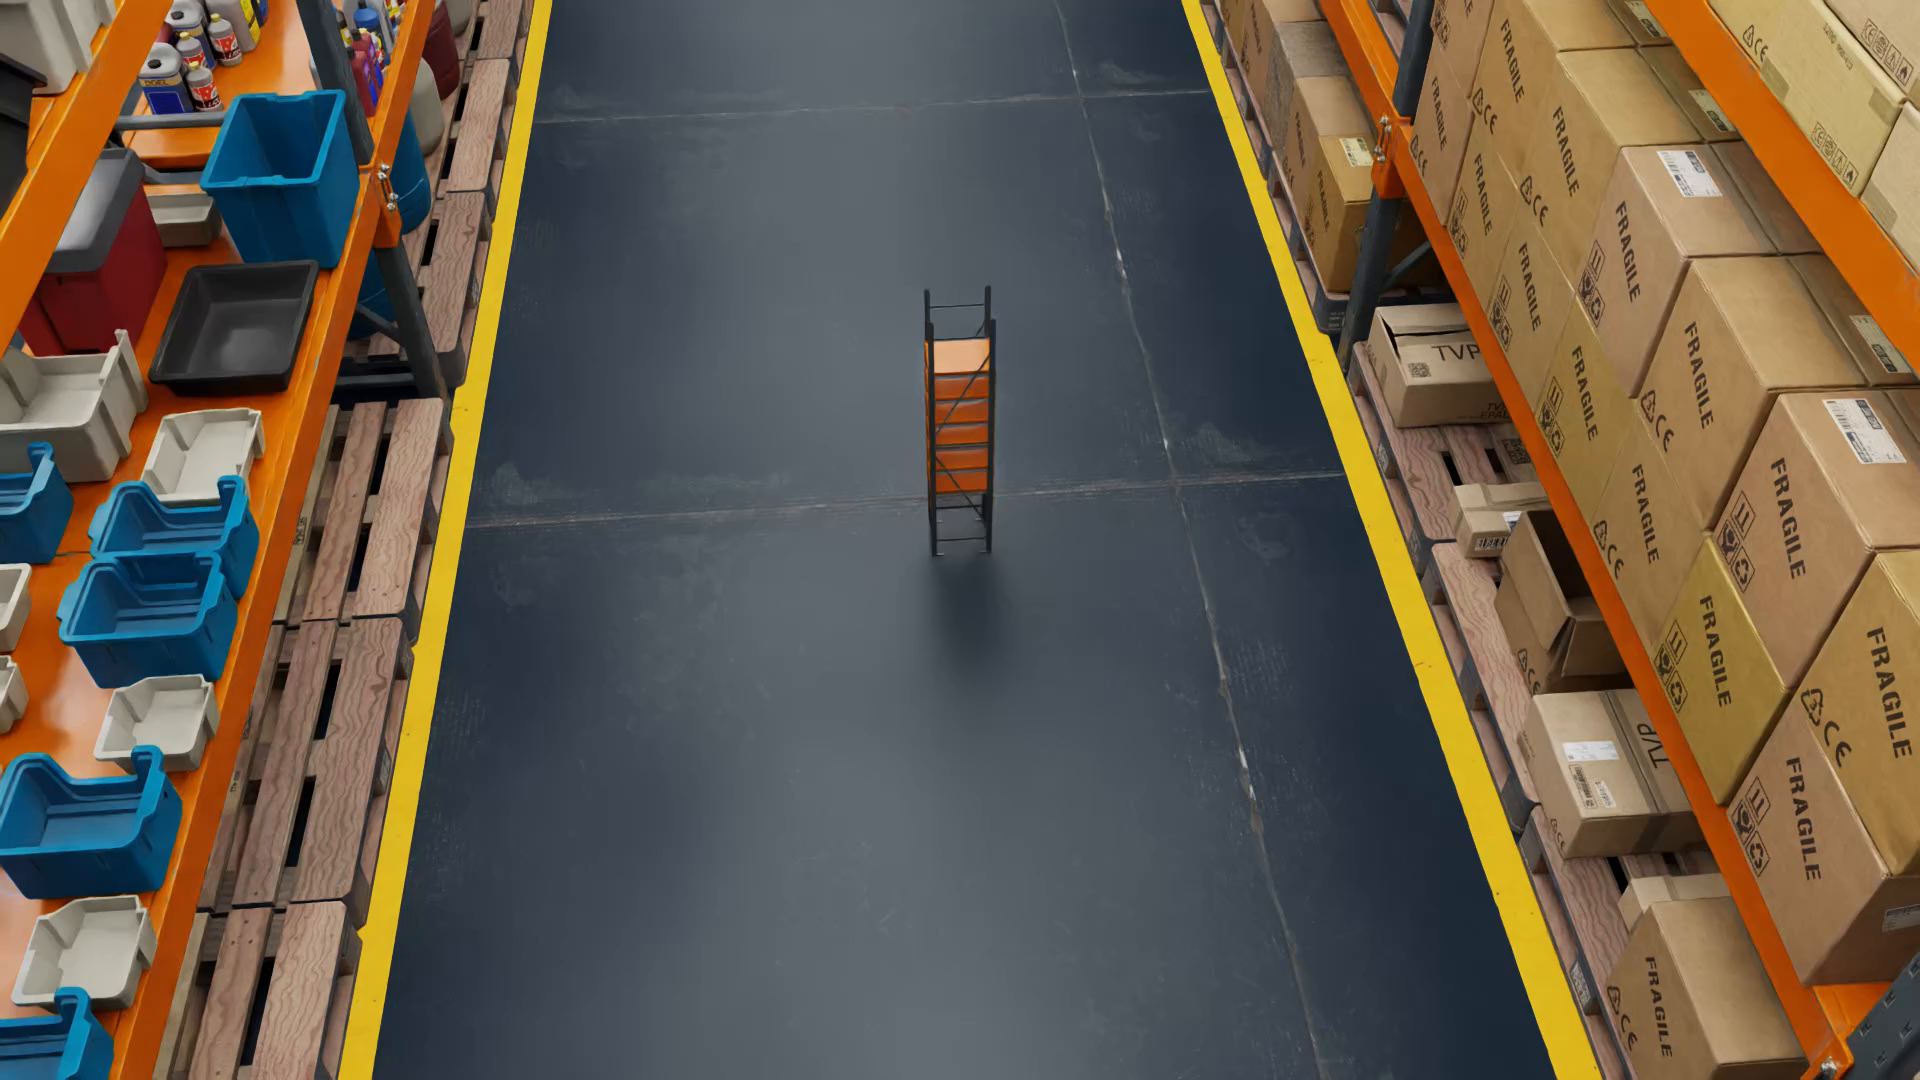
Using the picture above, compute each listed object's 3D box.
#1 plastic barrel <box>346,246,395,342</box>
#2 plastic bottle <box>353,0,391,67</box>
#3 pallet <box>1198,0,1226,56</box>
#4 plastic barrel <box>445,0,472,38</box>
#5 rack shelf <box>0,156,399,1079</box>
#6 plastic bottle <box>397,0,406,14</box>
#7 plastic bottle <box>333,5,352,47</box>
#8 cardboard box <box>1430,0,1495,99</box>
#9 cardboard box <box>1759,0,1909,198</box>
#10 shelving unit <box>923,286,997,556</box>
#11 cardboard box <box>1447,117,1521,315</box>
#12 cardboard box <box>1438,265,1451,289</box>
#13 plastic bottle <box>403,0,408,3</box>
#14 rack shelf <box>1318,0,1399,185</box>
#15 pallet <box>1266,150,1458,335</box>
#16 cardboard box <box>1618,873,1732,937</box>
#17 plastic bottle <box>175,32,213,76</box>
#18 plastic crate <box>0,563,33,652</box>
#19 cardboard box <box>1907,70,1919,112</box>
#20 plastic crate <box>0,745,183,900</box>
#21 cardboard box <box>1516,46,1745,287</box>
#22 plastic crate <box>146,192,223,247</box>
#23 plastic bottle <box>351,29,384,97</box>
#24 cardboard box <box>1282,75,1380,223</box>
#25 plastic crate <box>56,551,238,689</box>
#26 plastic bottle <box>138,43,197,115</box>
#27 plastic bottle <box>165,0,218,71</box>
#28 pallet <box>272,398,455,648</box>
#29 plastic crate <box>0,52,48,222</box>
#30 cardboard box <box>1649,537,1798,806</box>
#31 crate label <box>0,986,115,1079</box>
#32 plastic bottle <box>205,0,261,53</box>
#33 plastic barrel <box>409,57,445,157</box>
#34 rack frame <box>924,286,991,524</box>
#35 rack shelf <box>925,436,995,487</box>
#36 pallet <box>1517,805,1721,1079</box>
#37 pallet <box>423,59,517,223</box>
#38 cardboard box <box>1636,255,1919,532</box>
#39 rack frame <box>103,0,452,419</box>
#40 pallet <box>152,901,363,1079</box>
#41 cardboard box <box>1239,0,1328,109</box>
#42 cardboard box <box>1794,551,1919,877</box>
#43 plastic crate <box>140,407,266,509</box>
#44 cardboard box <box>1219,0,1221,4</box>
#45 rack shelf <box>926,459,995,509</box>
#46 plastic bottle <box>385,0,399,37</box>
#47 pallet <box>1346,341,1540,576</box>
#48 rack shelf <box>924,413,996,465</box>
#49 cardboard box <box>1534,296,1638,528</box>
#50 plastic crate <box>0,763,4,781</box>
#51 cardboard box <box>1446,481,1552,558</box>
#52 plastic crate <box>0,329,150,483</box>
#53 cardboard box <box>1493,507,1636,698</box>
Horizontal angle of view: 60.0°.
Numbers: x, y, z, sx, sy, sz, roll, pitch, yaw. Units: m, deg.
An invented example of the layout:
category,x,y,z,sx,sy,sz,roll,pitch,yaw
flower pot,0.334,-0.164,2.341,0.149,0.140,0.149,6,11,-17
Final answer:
category,x,y,z,sx,sy,sz,roll,pitch,yaw
plastic barrel,-2.756,-1.369,7.137,0.600,0.901,0.708,-3,47,-3
plastic bottle,-2.380,-2.048,6.712,0.097,0.271,0.097,0,47,0
pallet,1.899,-3.243,9.676,1.003,0.211,1.213,-3,47,-3
plastic barrel,-2.868,-2.979,8.929,0.421,0.512,0.421,0,47,0
rack shelf,-2.560,0.143,5.044,1.077,0.370,4.000,-3,47,-3
plastic bottle,-2.416,-2.333,7.030,0.097,0.201,0.097,0,47,0
plastic bottle,-2.540,-2.085,6.796,0.097,0.201,0.097,0,47,0
cardboard box,1.968,-1.870,5.698,0.500,0.500,0.500,-2,47,-2
cardboard box,2.152,-1.015,3.683,0.500,0.250,0.500,-3,47,-3
shelving unit,-0.001,-0.423,6.324,0.258,1.200,0.189,-3,47,-3
cardboard box,2.026,-1.129,5.684,0.500,0.500,0.500,-3,47,-3
cardboard box,2.411,-1.507,7.530,0.500,0.500,0.500,-5,47,-5
plastic bottle,-2.407,-2.445,7.080,0.061,0.283,0.133,-3,47,-3
rack shelf,2.041,-3.050,8.068,1.077,0.370,4.000,-3,47,-3
pallet,2.103,-1.477,8.004,1.003,0.211,1.213,-3,47,-3
cardboard box,2.308,1.190,5.205,0.380,0.166,0.250,-3,47,-3
plastic bottle,-3.070,-1.931,6.650,0.097,0.201,0.097,0,47,0
plastic crate,-2.742,0.210,4.626,0.298,0.136,0.250,-3,47,-3
cardboard box,2.204,-0.826,3.159,0.500,0.250,0.500,-3,47,-3
plastic crate,-2.140,0.704,4.091,0.416,0.233,0.300,-3,47,-3
cardboard box,2.054,-1.125,4.992,0.500,0.500,0.500,-5,47,-4
plastic crate,-2.831,-1.136,5.901,0.396,0.136,0.243,-3,47,-3
plastic bottle,-2.344,-1.899,6.563,0.061,0.283,0.133,-3,47,-3
cardboard box,1.849,-1.840,7.845,0.500,0.500,0.500,-3,47,-3
plastic crate,-2.195,0.228,4.542,0.416,0.233,0.300,-3,47,-3
plastic bottle,-3.083,-1.775,6.450,0.152,0.276,0.135,-3,47,-3
plastic bottle,-3.113,-2.039,6.701,0.152,0.276,0.135,-3,47,-3
pallet,-2.627,-0.063,6.665,1.003,0.211,1.213,-3,47,-3
plastic crate,-2.247,-0.790,3.409,0.504,0.338,0.767,-3,47,-3
cardboard box,2.188,0.327,4.306,0.500,0.500,0.500,-3,47,-3
crate label,-2.085,1.181,3.640,0.416,0.233,0.303,-3,47,-3
plastic bottle,-2.987,-2.189,6.791,0.144,0.351,0.185,-3,47,-3
plastic barrel,-2.774,-2.162,8.156,0.421,0.512,0.421,0,47,0
rack frame,-0.009,-0.489,6.387,0.240,1.200,0.006,-3,47,-3
rack shelf,-0.001,-0.310,6.444,0.258,0.103,0.180,-3,47,-3
pallet,2.470,1.371,5.306,1.003,0.211,1.213,-3,47,-3
pallet,-2.856,-2.038,8.535,1.003,0.211,1.213,-3,47,-3
cardboard box,2.141,-0.380,4.286,0.500,0.500,0.500,-2,47,-2
rack frame,-2.727,-1.552,6.154,1.000,3.000,0.127,-3,47,-3
pallet,-2.423,1.702,4.993,1.003,0.211,1.213,-3,47,-3
cardboard box,1.763,-2.570,8.537,0.500,0.500,0.500,-5,47,-5
cardboard box,2.232,0.360,3.585,0.500,0.500,0.500,-4,47,-4
plastic crate,-2.282,-0.240,5.052,0.293,0.136,0.466,-3,47,-3
cardboard box,1.677,-3.311,9.238,0.500,0.500,0.500,-5,47,-5
rack shelf,-0.001,-0.227,6.531,0.258,0.103,0.180,-3,47,-3
plastic bottle,-2.400,-2.216,6.871,0.097,0.271,0.097,0,47,0
pallet,2.265,-0.394,6.978,1.003,0.211,1.213,-3,47,-3
rack shelf,-0.001,-0.392,6.357,0.258,0.103,0.180,-3,47,-3
cardboard box,2.110,-0.399,4.993,0.500,0.500,0.500,-4,47,-4
plastic crate,-2.651,0.623,4.235,0.396,0.136,0.243,-3,47,-3
cardboard box,2.111,-0.085,6.413,0.380,0.166,0.250,-3,47,-3
plastic crate,-2.783,-0.416,5.118,0.437,0.282,0.530,-3,47,-3
cardboard box,2.371,0.216,5.896,0.797,0.503,0.637,-3,47,-3
